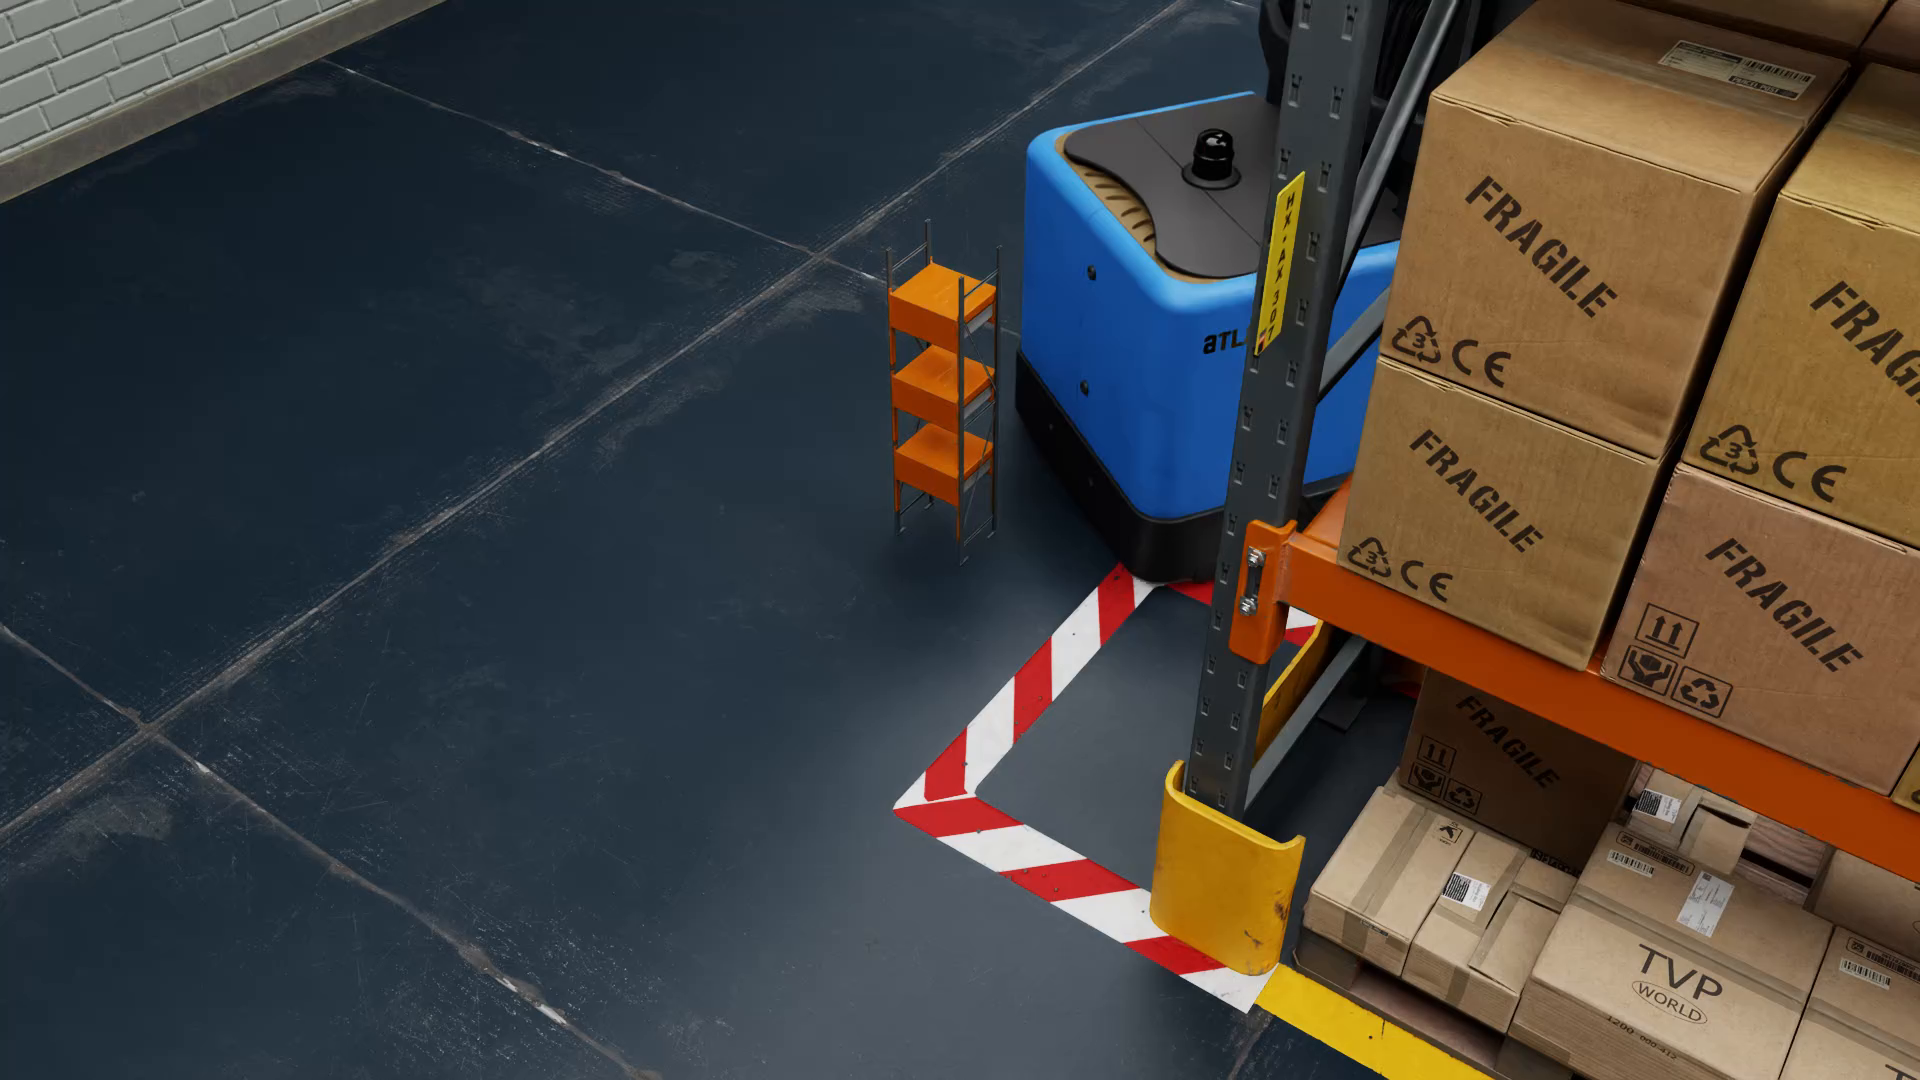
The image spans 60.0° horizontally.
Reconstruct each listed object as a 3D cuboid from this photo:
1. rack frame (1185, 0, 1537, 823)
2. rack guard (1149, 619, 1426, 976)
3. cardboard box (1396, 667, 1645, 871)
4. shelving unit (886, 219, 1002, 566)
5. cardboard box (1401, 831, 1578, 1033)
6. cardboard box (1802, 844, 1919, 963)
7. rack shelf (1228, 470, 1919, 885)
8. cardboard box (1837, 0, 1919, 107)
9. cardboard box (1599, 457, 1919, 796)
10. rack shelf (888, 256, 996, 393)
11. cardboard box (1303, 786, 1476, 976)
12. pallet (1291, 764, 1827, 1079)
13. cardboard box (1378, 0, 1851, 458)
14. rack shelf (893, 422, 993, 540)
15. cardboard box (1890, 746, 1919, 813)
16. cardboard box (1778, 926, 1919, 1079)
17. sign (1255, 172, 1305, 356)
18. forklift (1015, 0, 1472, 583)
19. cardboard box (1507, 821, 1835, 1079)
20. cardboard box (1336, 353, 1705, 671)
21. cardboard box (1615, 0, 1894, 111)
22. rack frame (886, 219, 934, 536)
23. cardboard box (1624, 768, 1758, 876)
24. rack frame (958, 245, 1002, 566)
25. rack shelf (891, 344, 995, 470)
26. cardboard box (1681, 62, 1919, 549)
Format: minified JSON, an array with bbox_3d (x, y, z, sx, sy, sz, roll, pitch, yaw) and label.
[{"bbox_3d":[0.866,-0.449,3.503,0.127,3.000,1.000,25,48,25],"label":"rack frame"},{"bbox_3d":[0.929,0.511,4.304,0.348,0.500,1.175,25,48,25],"label":"rack guard"},{"bbox_3d":[1.453,0.392,4.107,0.500,0.500,0.500,25,48,25],"label":"cardboard box"},{"bbox_3d":[-0.044,-0.412,4.923,0.252,1.050,0.215,25,48,25],"label":"shelving unit"},{"bbox_3d":[1.217,0.886,3.805,0.250,0.166,0.380,25,48,25],"label":"cardboard box"},{"bbox_3d":[2.214,0.865,3.766,0.500,0.250,0.500,25,48,25],"label":"cardboard box"},{"bbox_3d":[2.504,0.584,2.887,4.000,0.370,1.077,25,48,25],"label":"rack shelf"},{"bbox_3d":[1.803,-0.646,2.898,0.500,0.500,0.500,26,48,26],"label":"cardboard box"},{"bbox_3d":[1.504,0.022,2.901,0.500,0.500,0.500,25,47,25],"label":"cardboard box"},{"bbox_3d":[-0.044,-0.615,4.741,0.240,0.259,0.215,25,48,25],"label":"rack shelf"},{"bbox_3d":[1.012,0.797,3.918,0.250,0.149,0.380,25,48,25],"label":"cardboard box"},{"bbox_3d":[1.582,0.924,4.060,1.213,0.211,1.003,25,48,25],"label":"pallet"},{"bbox_3d":[1.078,-0.545,2.785,0.500,0.500,0.500,27,48,27],"label":"cardboard box"},{"bbox_3d":[-0.044,-0.197,5.115,0.240,0.259,0.215,25,48,25],"label":"rack shelf"},{"bbox_3d":[1.913,0.216,2.685,0.500,0.500,0.500,25,47,25],"label":"cardboard box"},{"bbox_3d":[1.967,1.157,3.439,0.500,0.250,0.500,25,48,25],"label":"cardboard box"},{"bbox_3d":[0.555,-0.476,2.883,0.005,0.325,0.100,25,48,25],"label":"sign"},{"bbox_3d":[1.756,-1.586,4.824,3.031,2.935,1.130,-15,44,-16],"label":"forklift"},{"bbox_3d":[1.558,0.966,3.653,0.500,0.250,0.500,25,48,25],"label":"cardboard box"},{"bbox_3d":[1.078,-0.173,3.119,0.500,0.500,0.500,26,48,26],"label":"cardboard box"},{"bbox_3d":[1.389,-0.839,3.113,0.500,0.500,0.500,25,47,25],"label":"cardboard box"},{"bbox_3d":[-0.144,-0.458,4.975,0.008,1.050,0.200,25,48,25],"label":"rack frame"},{"bbox_3d":[1.733,0.720,3.990,0.250,0.166,0.380,25,48,25],"label":"cardboard box"},{"bbox_3d":[0.056,-0.365,4.871,0.008,1.050,0.200,25,48,25],"label":"rack frame"},{"bbox_3d":[-0.044,-0.404,4.930,0.240,0.259,0.215,25,48,25],"label":"rack shelf"},{"bbox_3d":[1.511,-0.349,2.566,0.500,0.500,0.500,26,48,26],"label":"cardboard box"}]
